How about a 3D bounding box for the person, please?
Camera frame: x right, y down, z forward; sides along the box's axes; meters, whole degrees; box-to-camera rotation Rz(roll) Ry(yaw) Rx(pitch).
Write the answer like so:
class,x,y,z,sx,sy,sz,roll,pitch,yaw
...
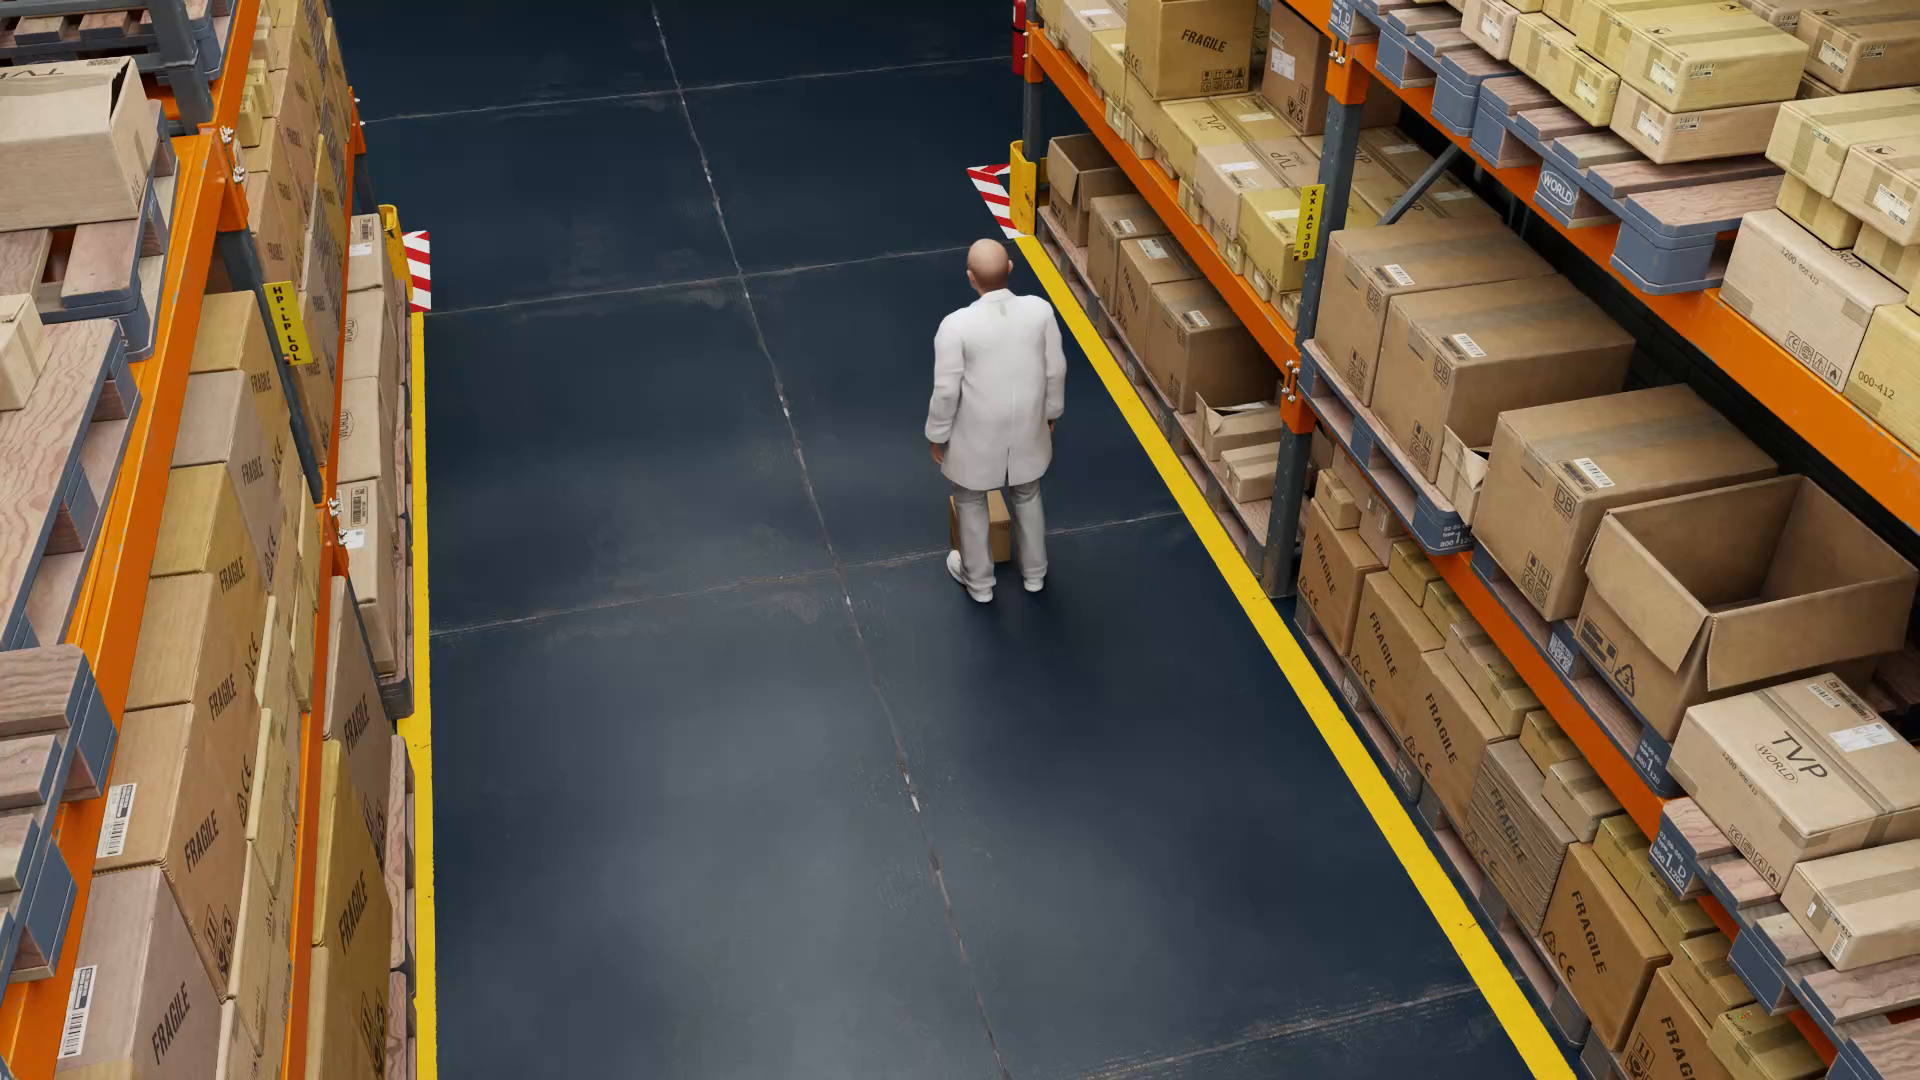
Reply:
class,x,y,z,sx,sy,sz,roll,pitch,yaw
person,0.154,-0.509,7.388,0.650,1.773,0.429,-12,39,-15
